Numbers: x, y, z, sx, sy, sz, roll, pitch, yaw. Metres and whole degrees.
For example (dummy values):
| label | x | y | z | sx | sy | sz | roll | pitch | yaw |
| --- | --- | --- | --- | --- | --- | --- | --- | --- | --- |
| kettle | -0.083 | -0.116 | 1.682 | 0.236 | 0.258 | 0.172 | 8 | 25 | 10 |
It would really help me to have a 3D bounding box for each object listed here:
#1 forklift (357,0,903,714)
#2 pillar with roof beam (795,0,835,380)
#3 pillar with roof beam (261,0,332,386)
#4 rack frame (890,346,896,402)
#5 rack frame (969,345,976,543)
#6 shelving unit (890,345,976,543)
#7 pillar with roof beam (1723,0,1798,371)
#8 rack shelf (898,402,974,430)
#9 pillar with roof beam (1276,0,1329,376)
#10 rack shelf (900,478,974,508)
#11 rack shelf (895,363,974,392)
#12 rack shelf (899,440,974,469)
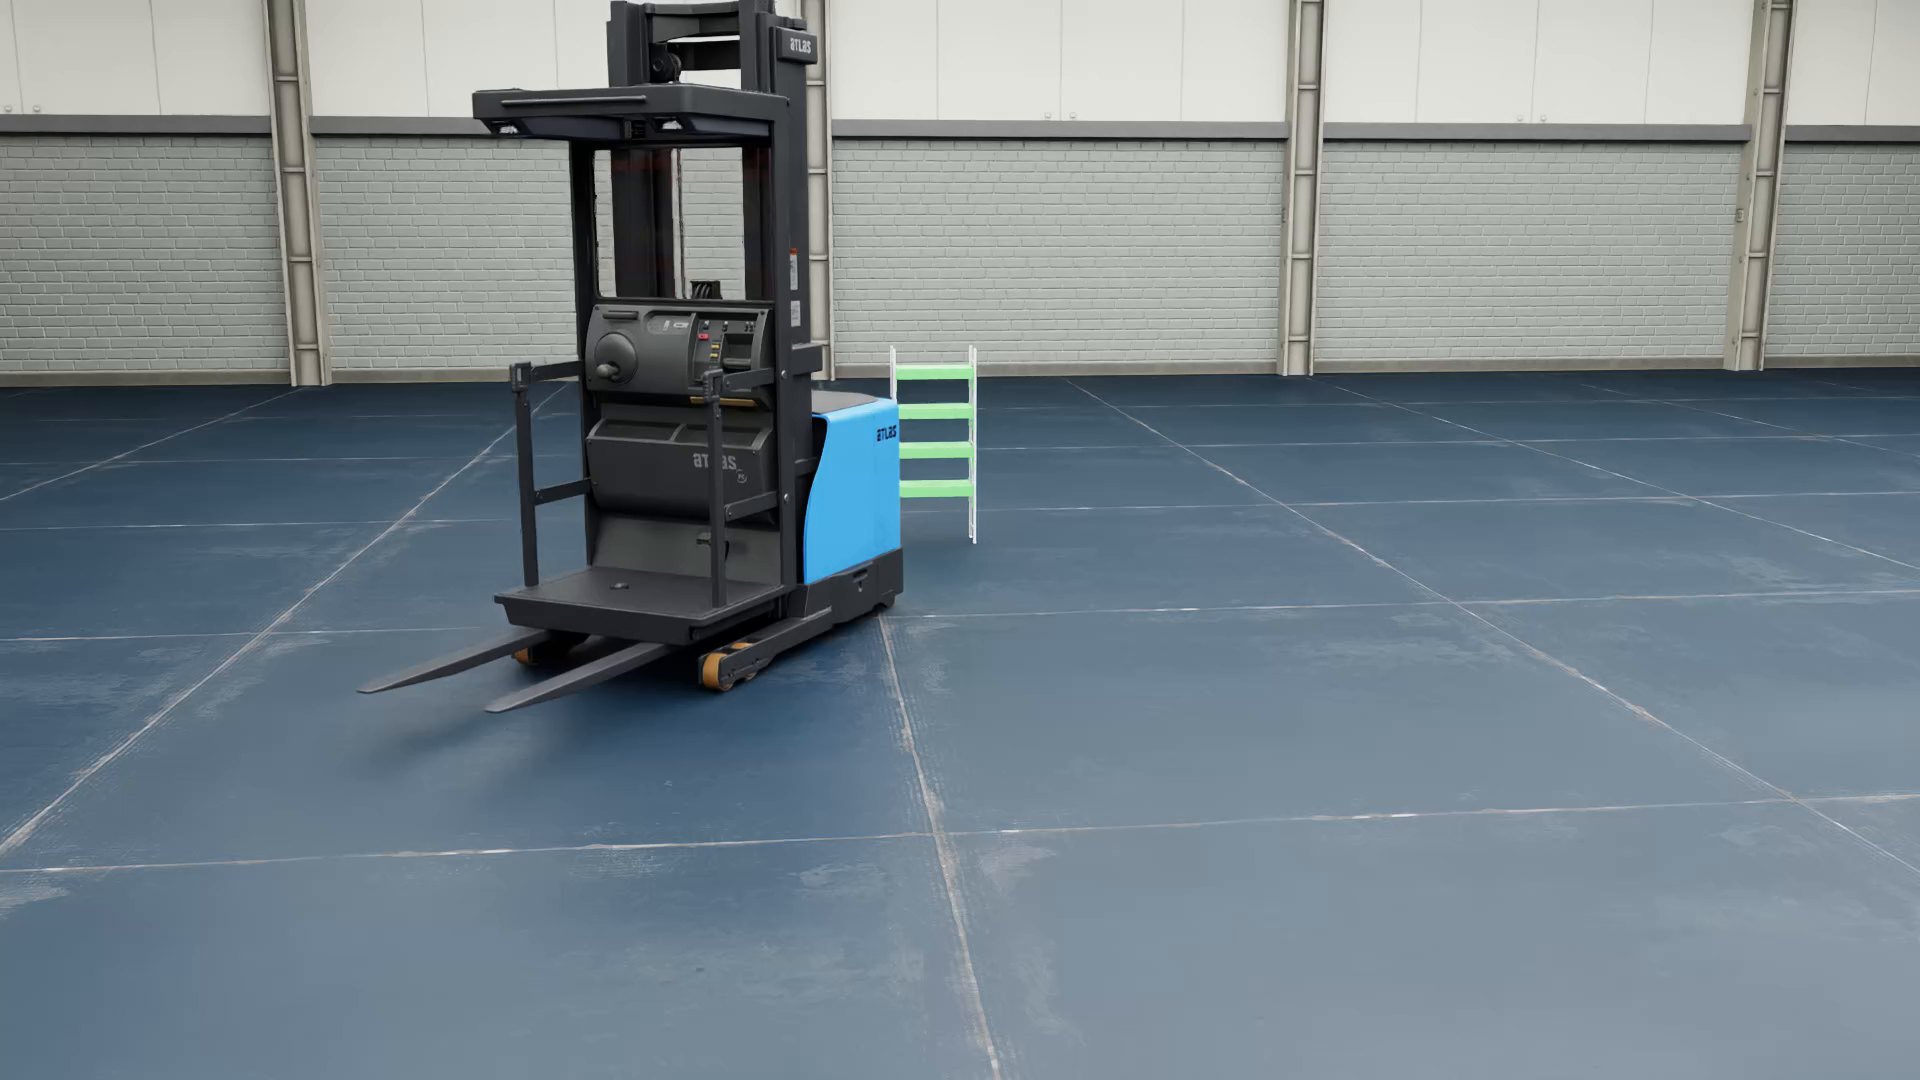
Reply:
| label | x | y | z | sx | sy | sz | roll | pitch | yaw |
| --- | --- | --- | --- | --- | --- | --- | --- | --- | --- |
| forklift | -1.363 | -0.887 | 7.284 | 1.130 | 2.935 | 3.031 | 5 | 12 | 24 |
| pillar with roof beam | -1.269 | -5.561 | 15.329 | 0.400 | 9.000 | 9.100 | -1 | 11 | -6 |
| pillar with roof beam | -7.234 | -5.436 | 14.693 | 0.400 | 9.000 | 9.100 | -1 | 11 | -6 |
| rack frame | -0.407 | -0.580 | 10.209 | 0.015 | 1.200 | 0.240 | -1 | 11 | -6 |
| rack frame | 0.078 | -0.590 | 10.261 | 0.015 | 1.200 | 0.240 | -1 | 11 | -6 |
| shelving unit | -0.165 | -0.585 | 10.235 | 0.503 | 1.200 | 0.258 | -1 | 11 | -6 |
| pillar with roof beam | 10.661 | -5.811 | 16.601 | 0.400 | 9.000 | 9.100 | -1 | 11 | -6 |
| rack shelf | -0.165 | -0.758 | 10.201 | 0.480 | 0.148 | 0.258 | -1 | 11 | -6 |
| pillar with roof beam | 4.696 | -5.686 | 15.965 | 0.400 | 9.000 | 9.100 | -1 | 11 | -6 |
| rack shelf | -0.165 | -0.287 | 10.293 | 0.480 | 0.148 | 0.258 | -1 | 11 | -6 |
| rack shelf | -0.165 | -0.994 | 10.154 | 0.480 | 0.148 | 0.258 | -1 | 11 | -6 |
| rack shelf | -0.165 | -0.523 | 10.247 | 0.480 | 0.148 | 0.258 | -1 | 11 | -6 |
